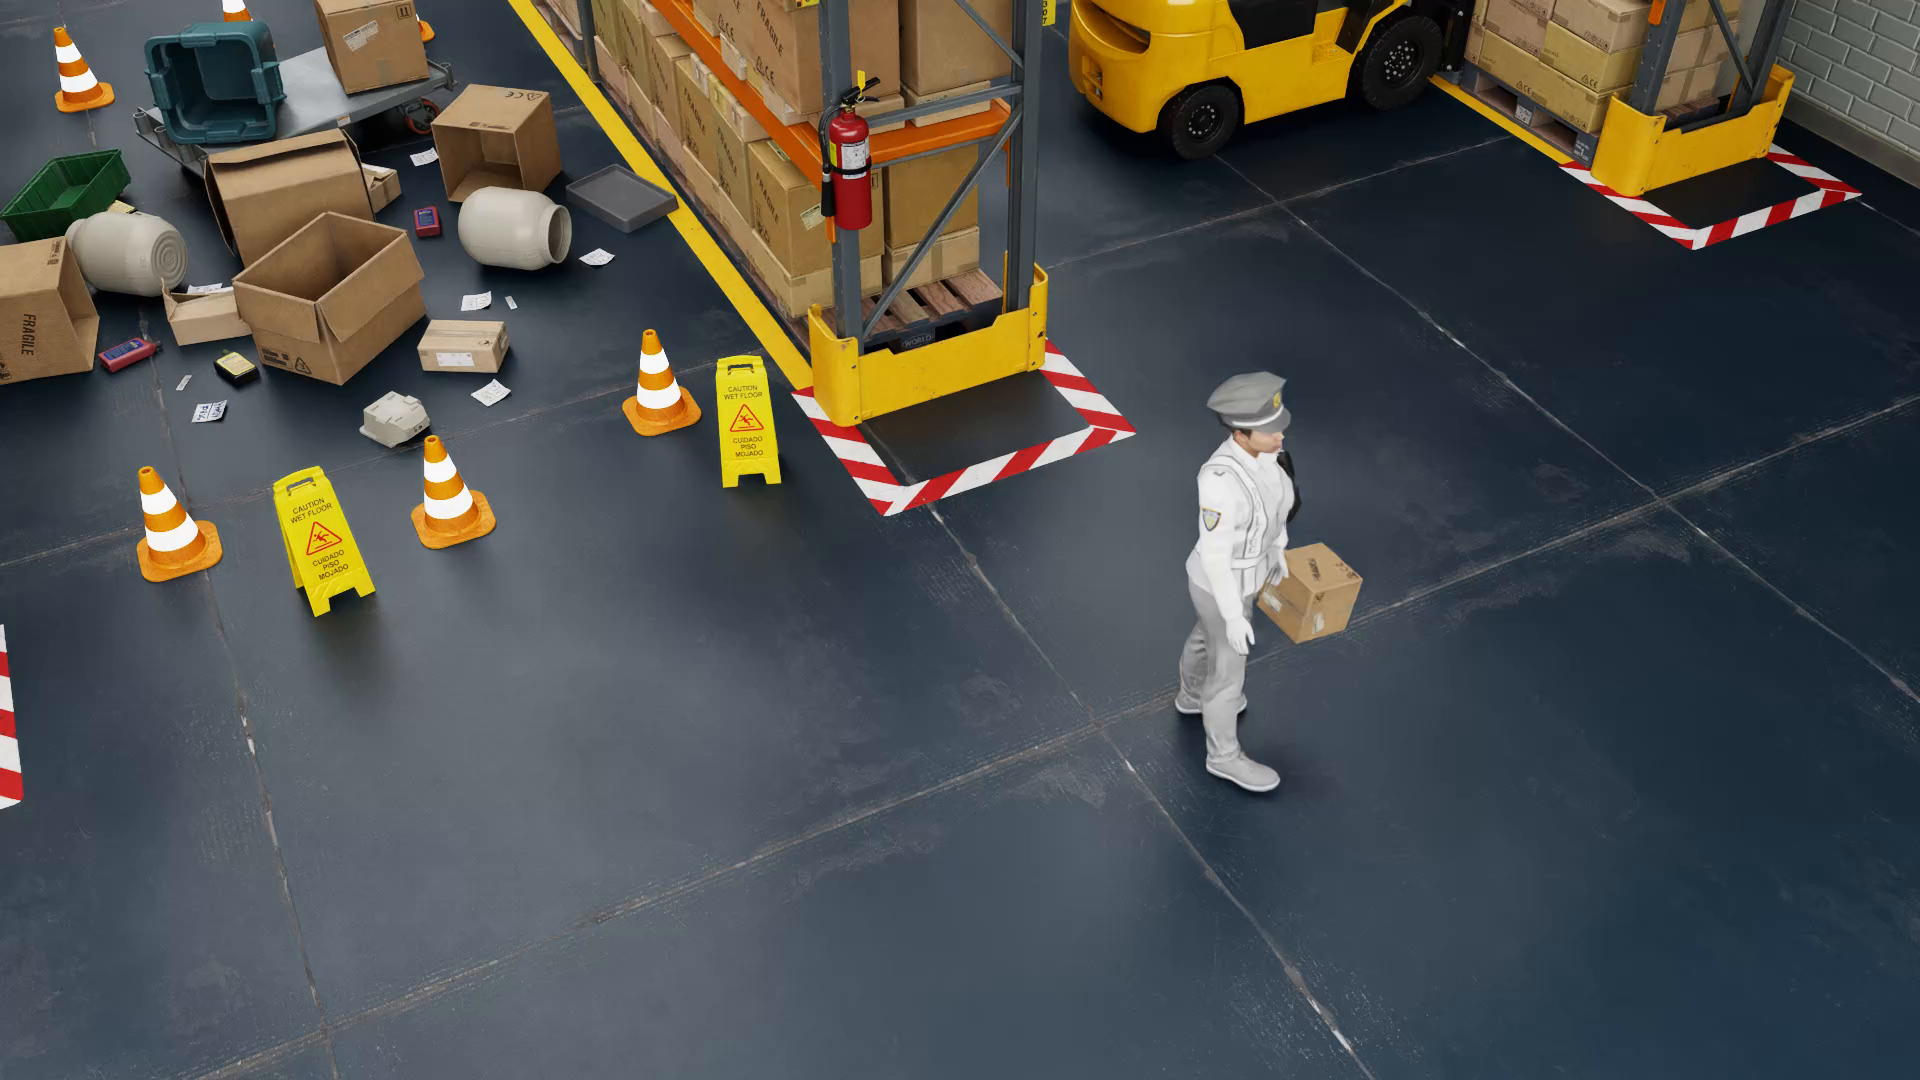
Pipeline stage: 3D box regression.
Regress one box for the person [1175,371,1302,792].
[{"bbox_3d":[1.051,0.148,5.947,0.516,1.688,0.565,20,45,21],"label":"person"}]
